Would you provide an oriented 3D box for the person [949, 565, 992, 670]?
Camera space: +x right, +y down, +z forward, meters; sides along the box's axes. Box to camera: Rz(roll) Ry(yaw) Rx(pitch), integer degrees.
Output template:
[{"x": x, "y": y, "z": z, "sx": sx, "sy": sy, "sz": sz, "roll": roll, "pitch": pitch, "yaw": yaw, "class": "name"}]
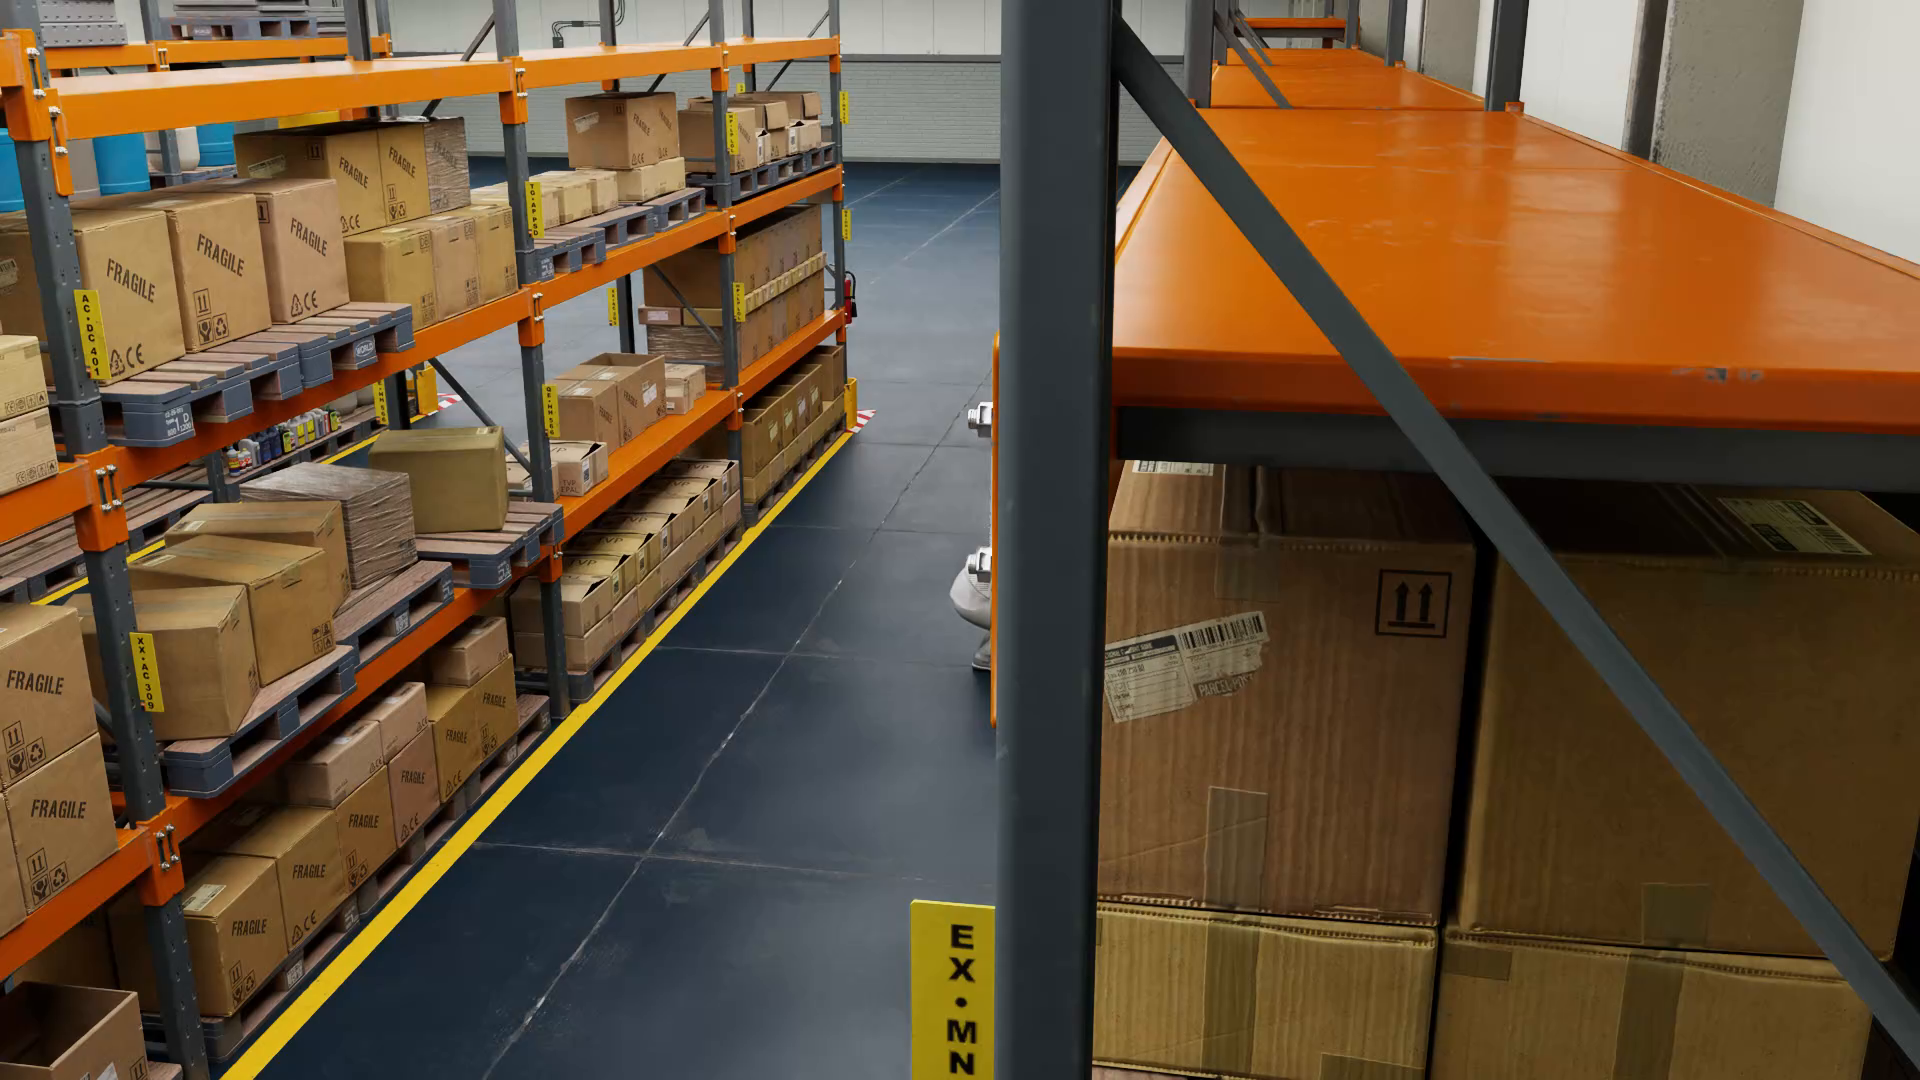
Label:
[{"x": 0.396, "y": 0.377, "z": 11.565, "sx": 0.914, "sy": 1.028, "sz": 0.565, "roll": 3, "pitch": 18, "yaw": 9, "class": "person"}]
